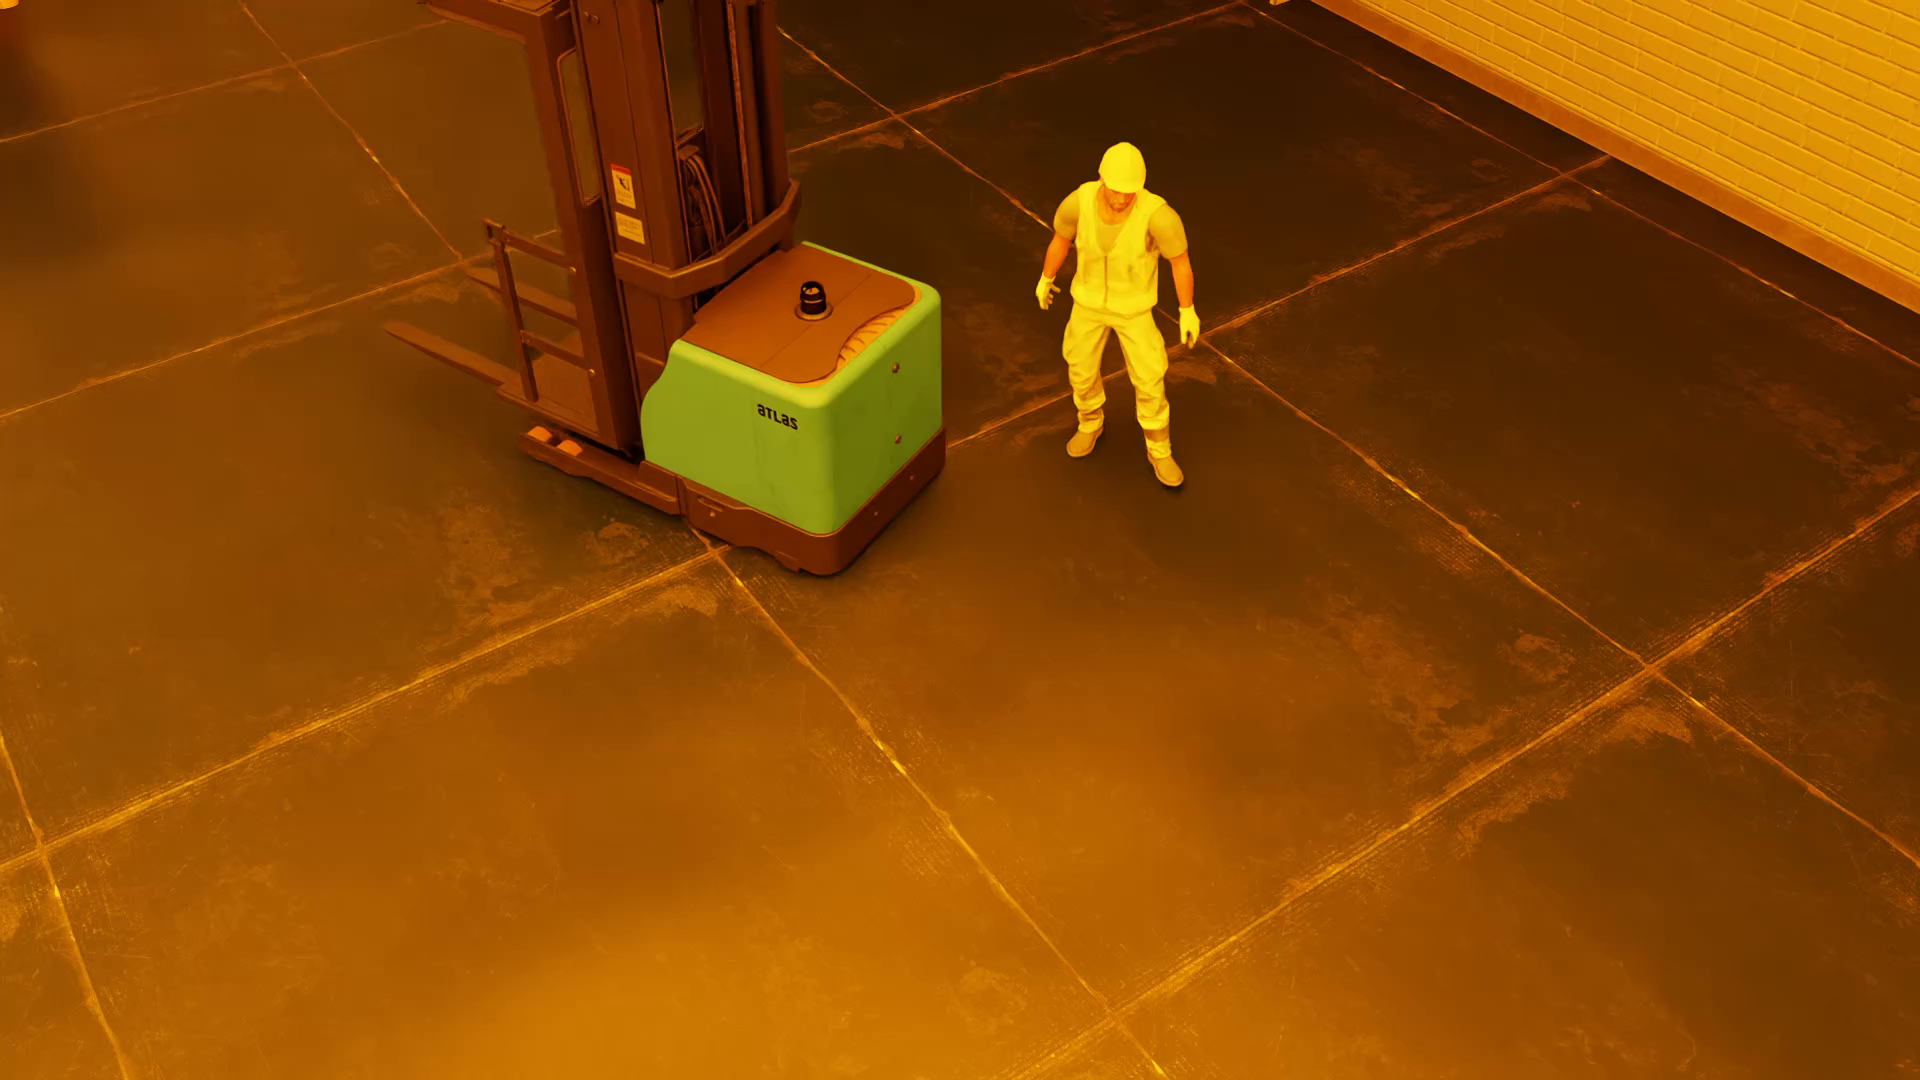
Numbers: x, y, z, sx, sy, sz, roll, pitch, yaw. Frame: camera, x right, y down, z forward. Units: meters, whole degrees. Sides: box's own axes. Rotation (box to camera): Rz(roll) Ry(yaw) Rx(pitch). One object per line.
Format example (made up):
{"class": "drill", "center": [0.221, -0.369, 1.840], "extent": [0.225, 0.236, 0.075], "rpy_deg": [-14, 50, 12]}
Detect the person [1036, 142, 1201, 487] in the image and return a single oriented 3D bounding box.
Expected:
{"class": "person", "center": [0.728, -1.077, 7.755], "extent": [0.848, 1.750, 0.430], "rpy_deg": [13, 44, 14]}

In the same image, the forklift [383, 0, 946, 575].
{"class": "forklift", "center": [-1.591, -1.684, 7.543], "extent": [3.031, 2.935, 1.130], "rpy_deg": [23, 47, 23]}
